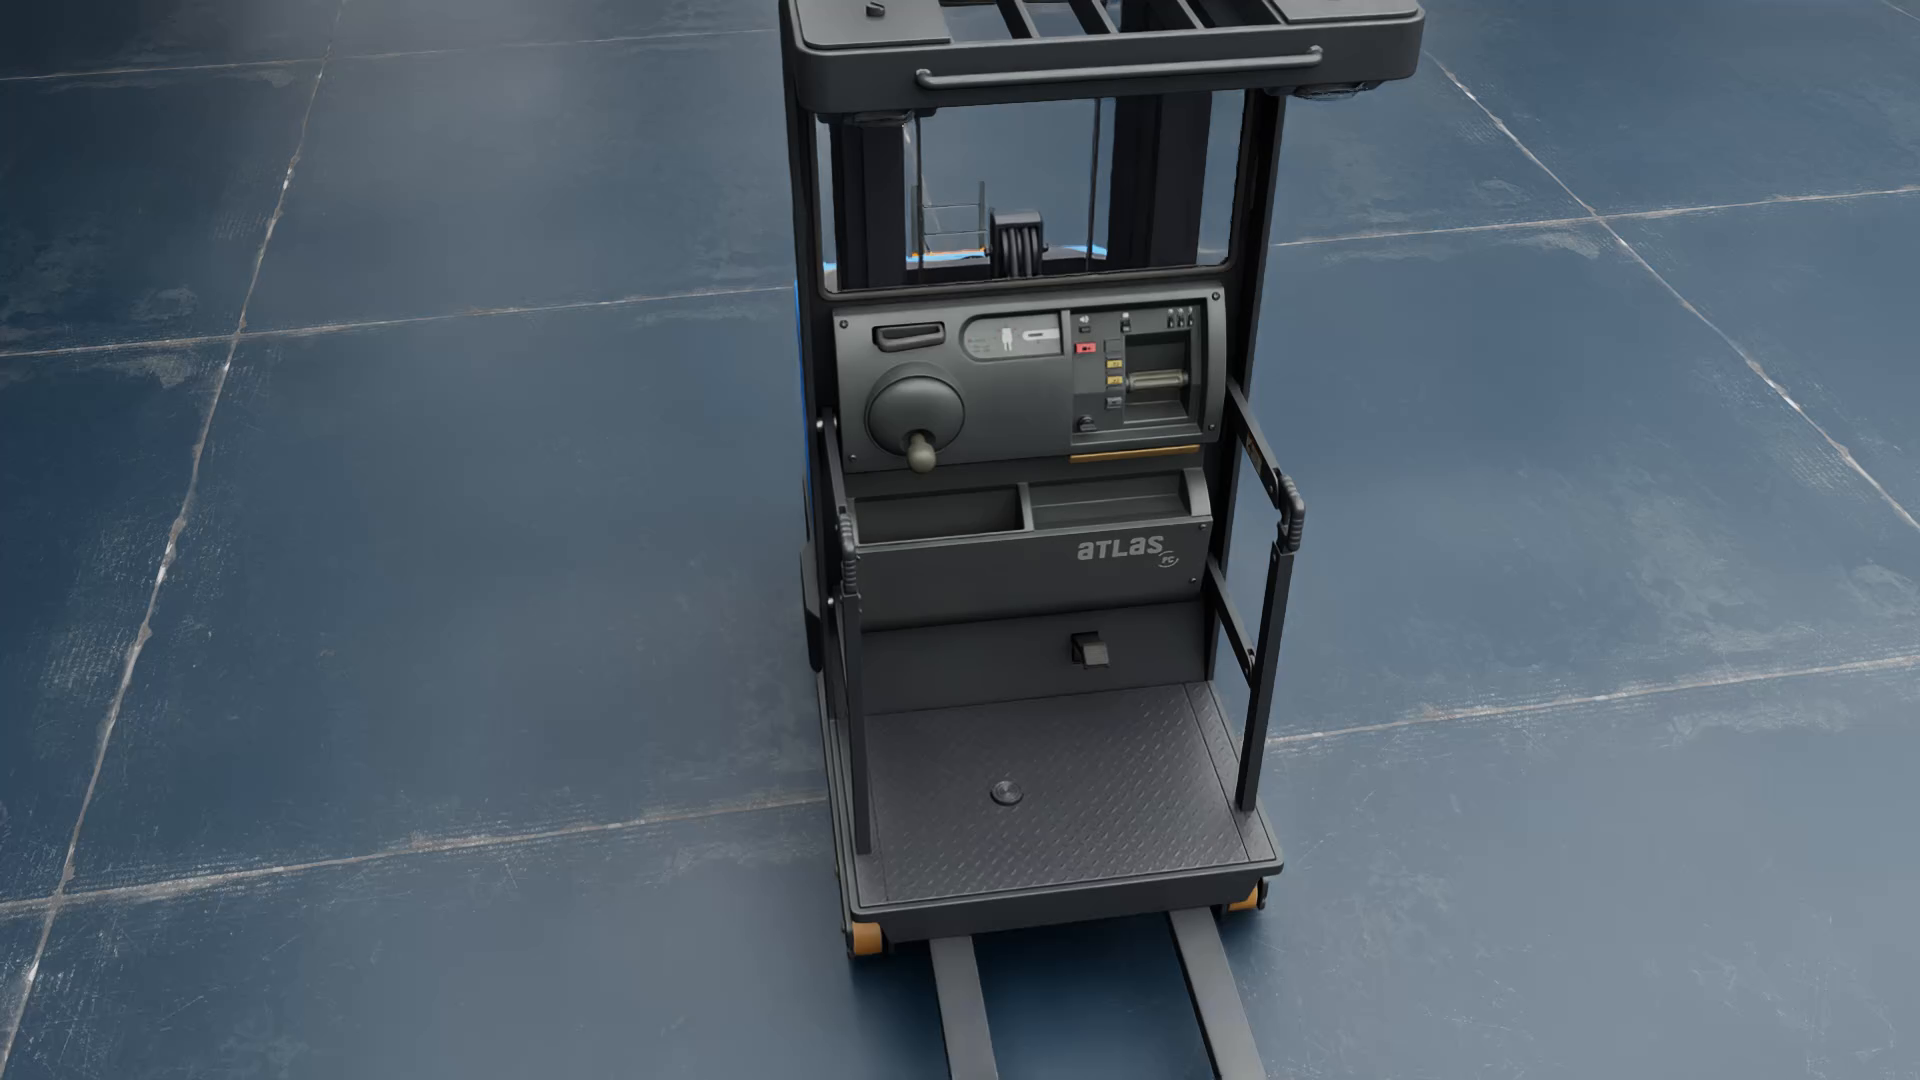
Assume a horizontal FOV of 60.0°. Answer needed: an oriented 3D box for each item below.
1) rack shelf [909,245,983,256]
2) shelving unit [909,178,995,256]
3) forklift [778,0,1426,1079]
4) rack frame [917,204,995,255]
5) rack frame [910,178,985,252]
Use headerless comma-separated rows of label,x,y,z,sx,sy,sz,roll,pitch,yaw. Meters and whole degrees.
rack shelf,-0.026,-0.854,5.357,0.258,0.103,0.180,-5,38,-7
shelving unit,-0.026,-0.605,5.551,0.258,1.200,0.189,-5,38,-7
forklift,0.205,-0.310,3.759,1.130,2.935,3.031,-5,38,-7
rack frame,-0.012,-0.549,5.479,0.240,1.200,0.006,-5,38,-7
rack frame,-0.039,-0.661,5.622,0.240,1.200,0.006,-5,38,-7
